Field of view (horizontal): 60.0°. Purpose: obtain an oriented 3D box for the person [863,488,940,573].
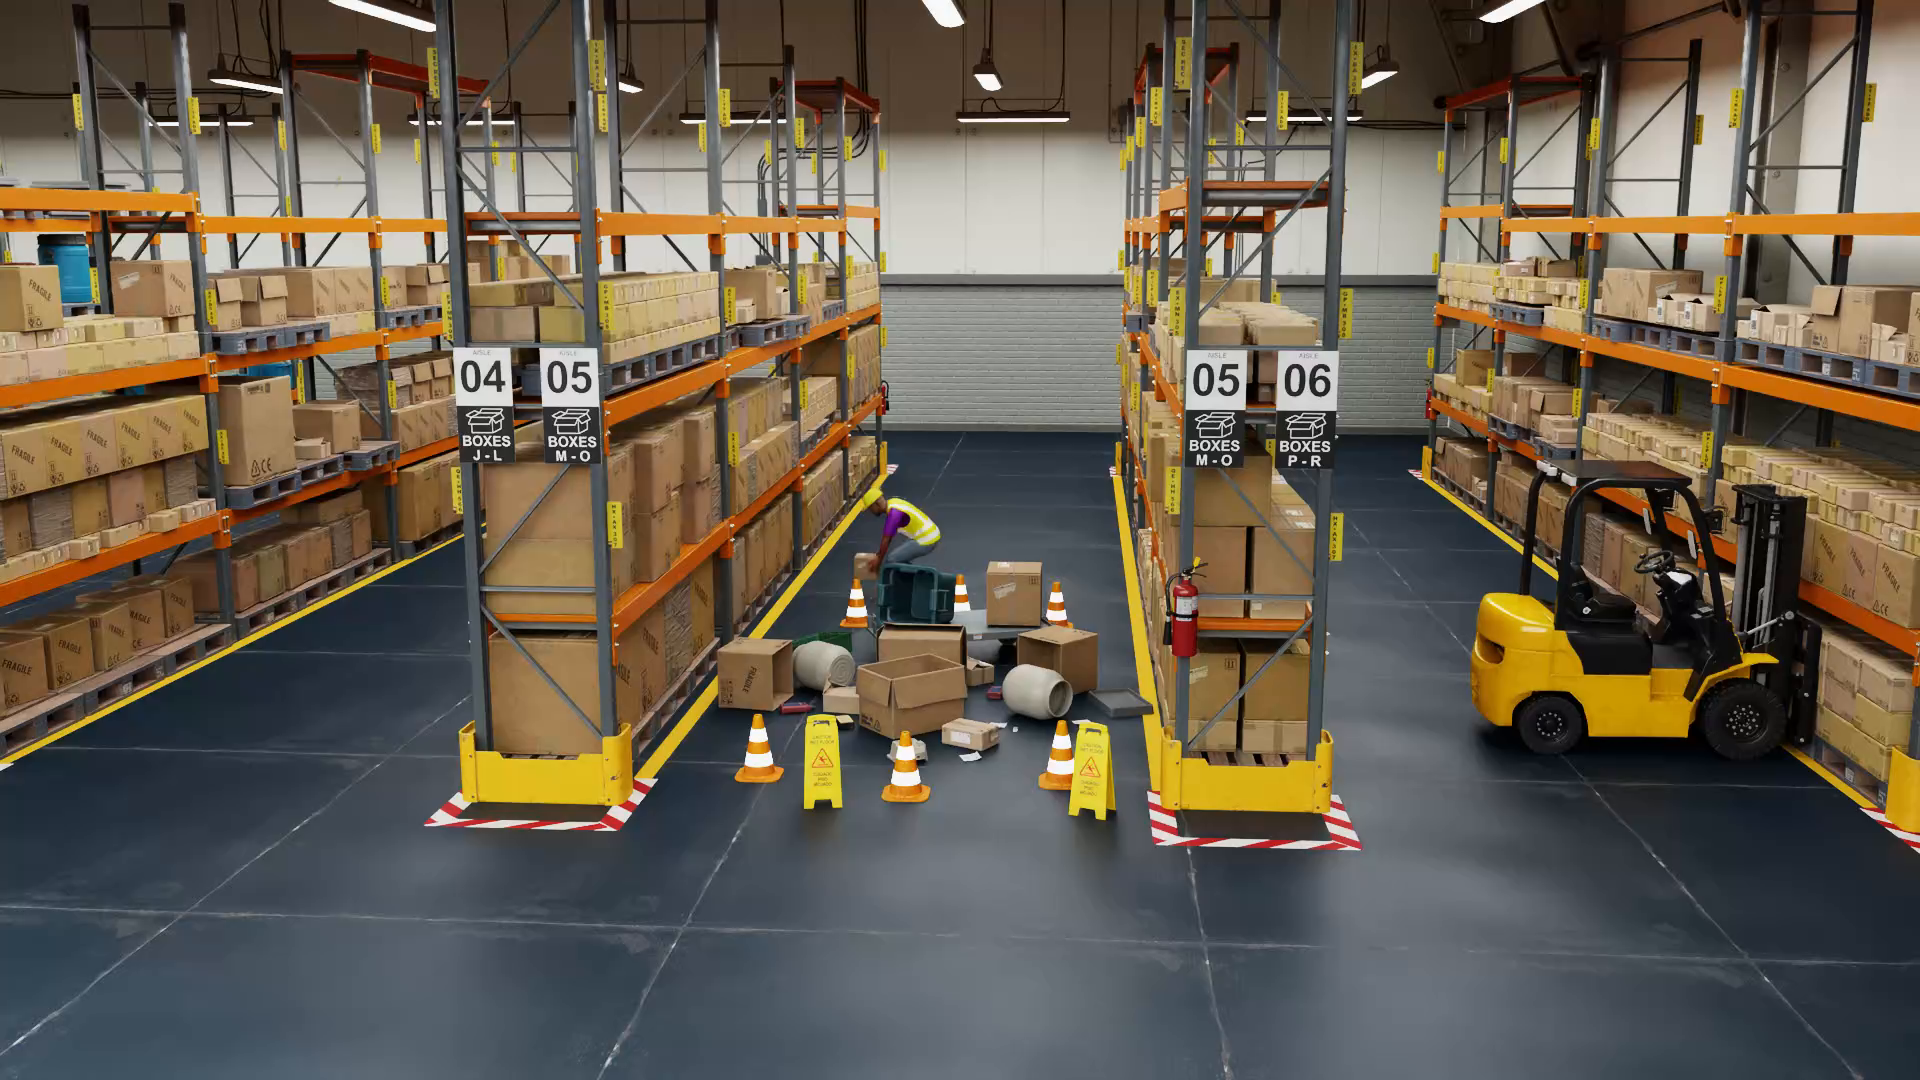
[{"bbox_3d":[-0.637,0.033,18.203,0.839,1.207,0.620,1,11,4],"label":"person"}]
